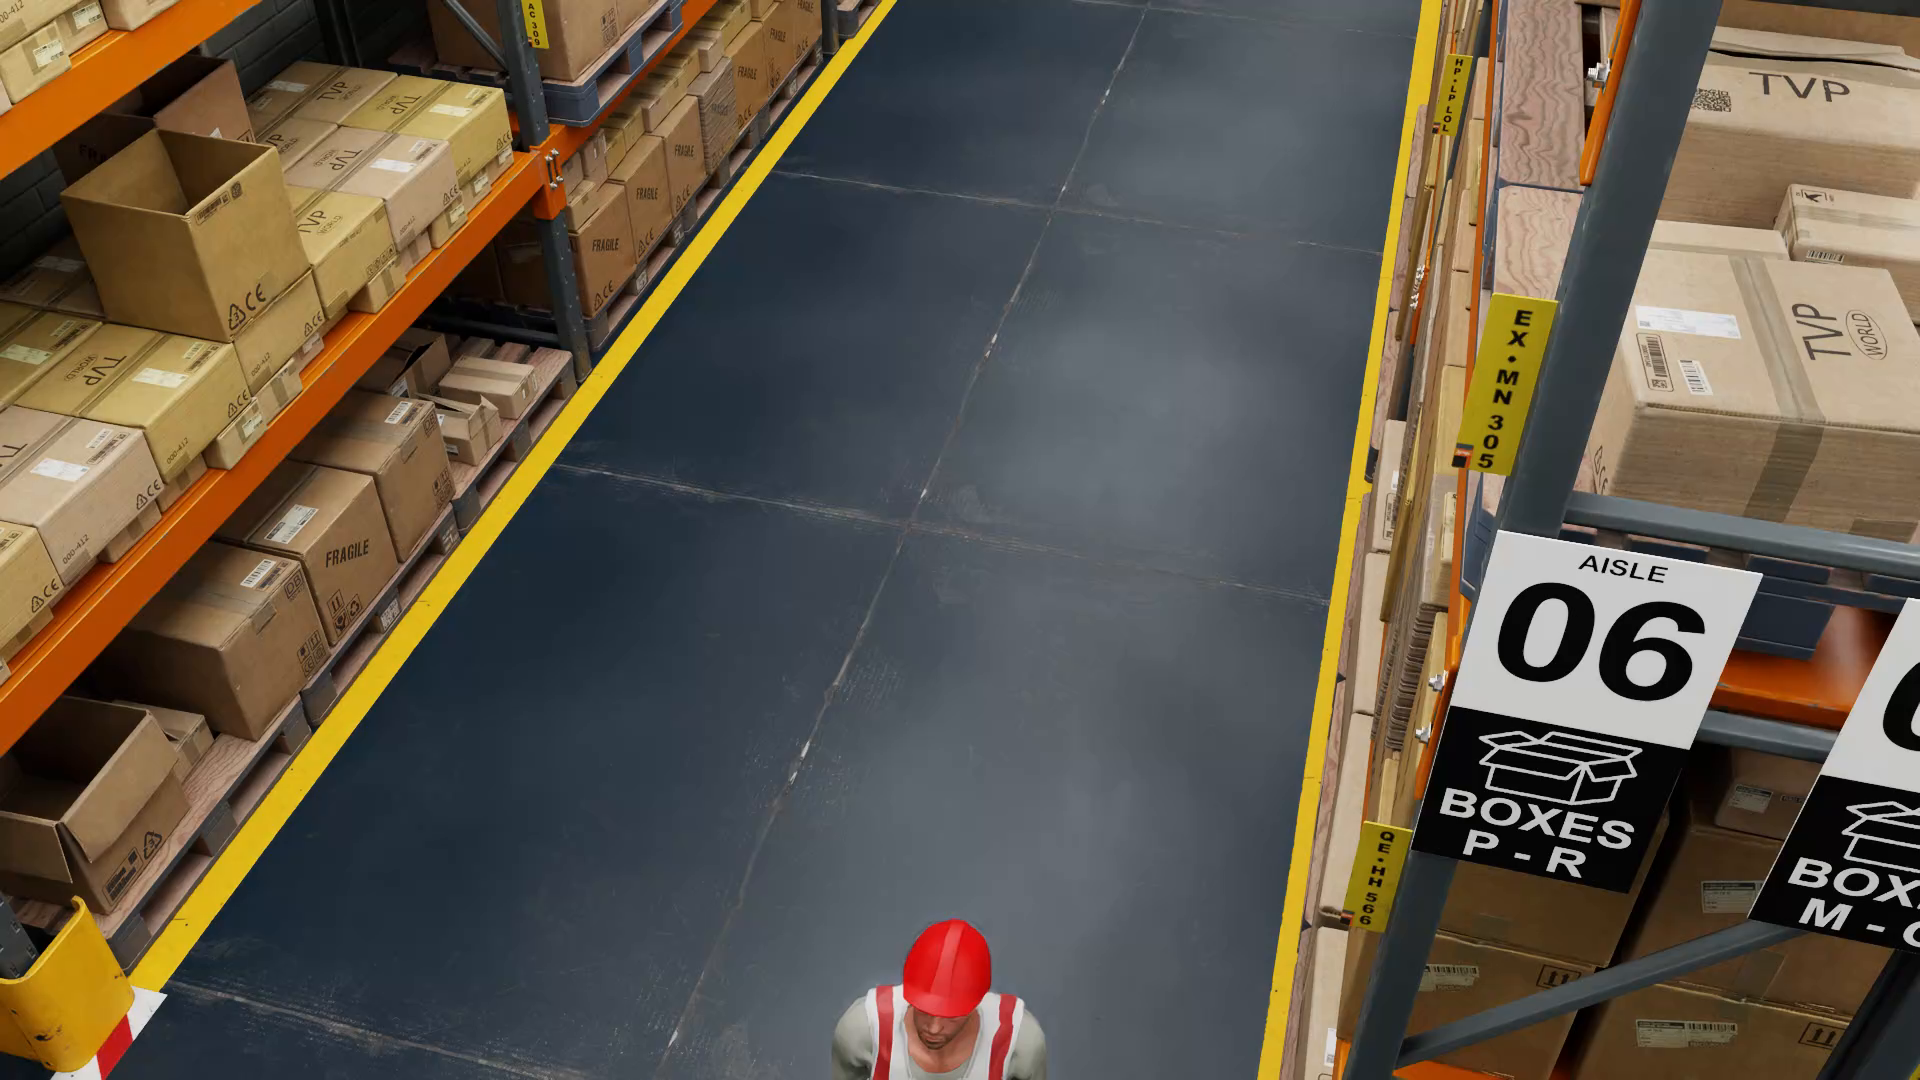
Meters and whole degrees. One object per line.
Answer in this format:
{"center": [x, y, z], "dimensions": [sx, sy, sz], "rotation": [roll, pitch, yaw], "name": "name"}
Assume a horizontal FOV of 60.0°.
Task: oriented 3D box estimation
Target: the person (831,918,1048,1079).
{"center": [-0.056, 1.581, 4.285], "dimensions": [0.566, 1.760, 0.841], "rotation": [5, 41, 6], "name": "person"}
